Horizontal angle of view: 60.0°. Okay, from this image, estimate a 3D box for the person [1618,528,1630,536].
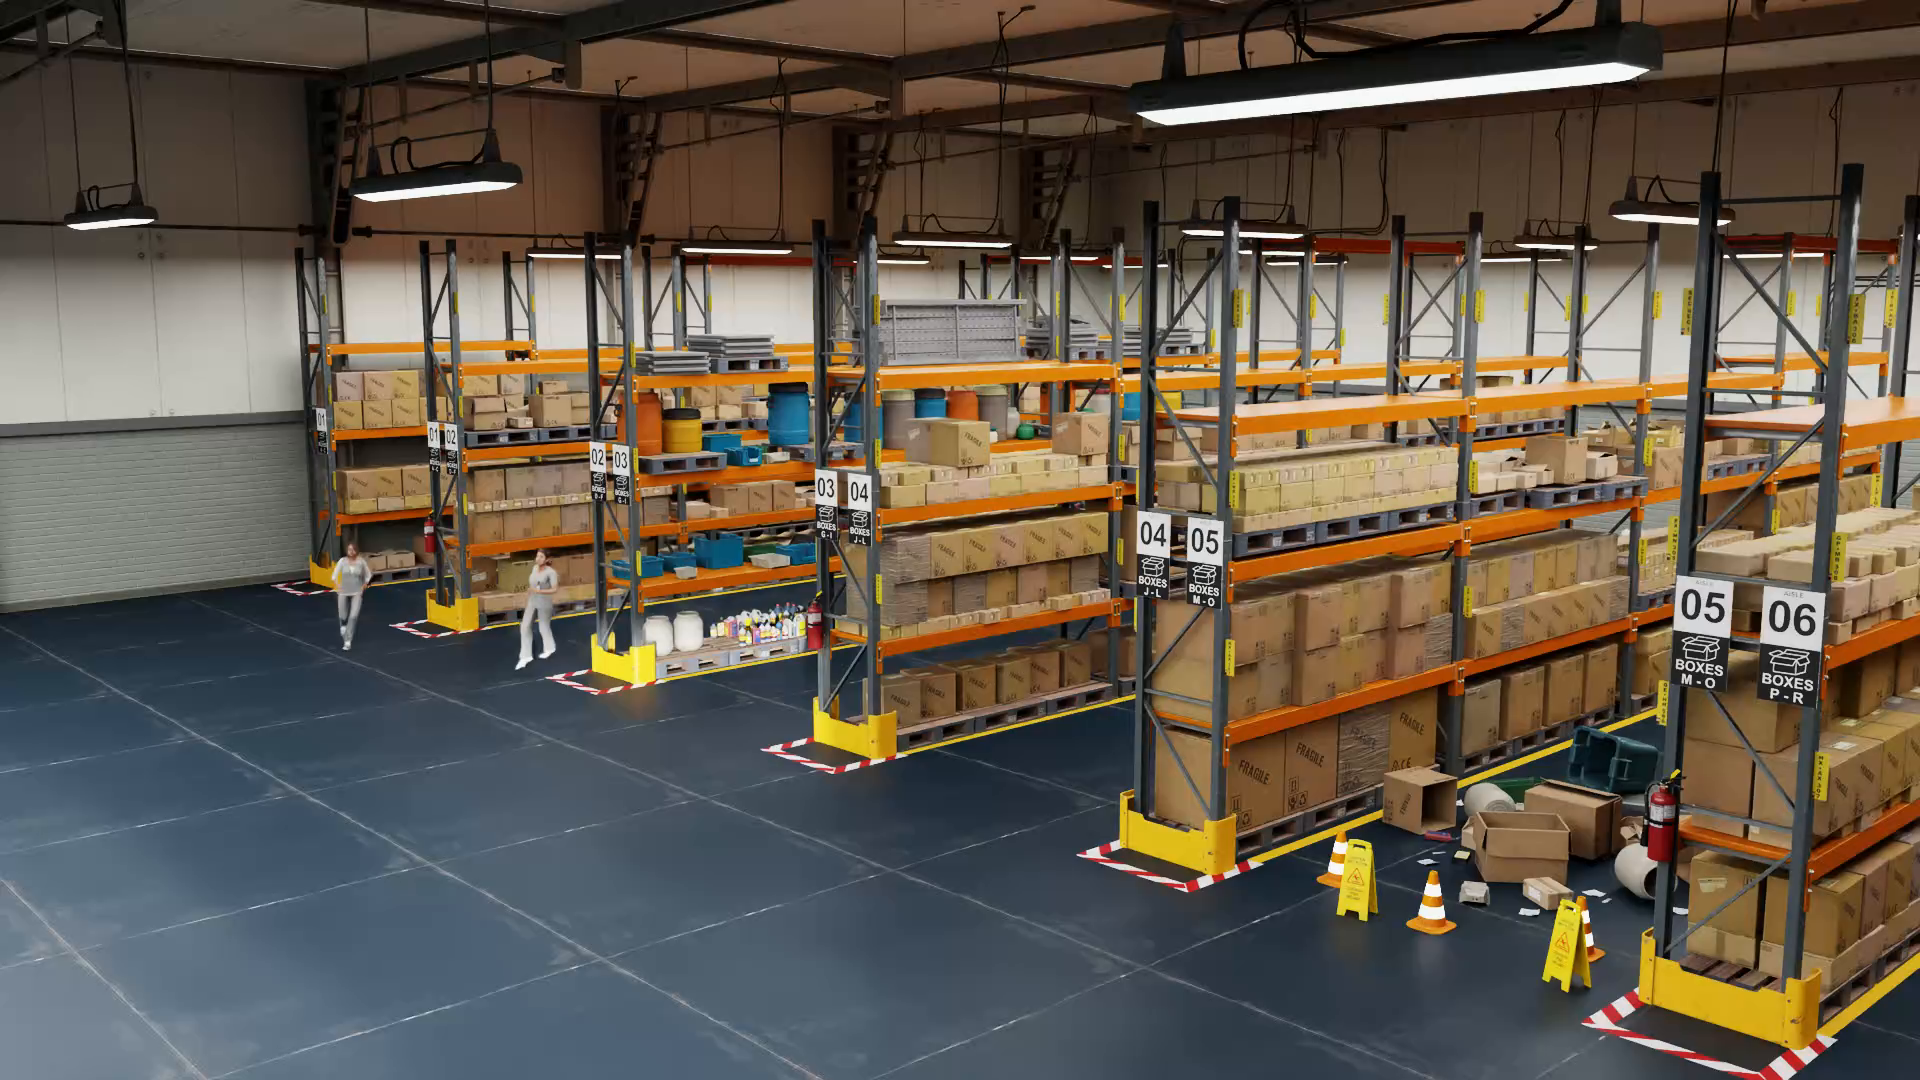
[{"bbox_3d":[9.830,0.718,24.522,0.741,1.799,0.616,-7,11,-41],"label":"person"}]

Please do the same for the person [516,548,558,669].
[{"bbox_3d":[-5.826,0.946,23.366,0.581,1.710,0.773,3,9,21],"label":"person"}]

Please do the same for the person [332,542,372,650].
[{"bbox_3d":[-9.008,0.804,24.659,0.556,1.568,0.642,-3,9,-18],"label":"person"}]
